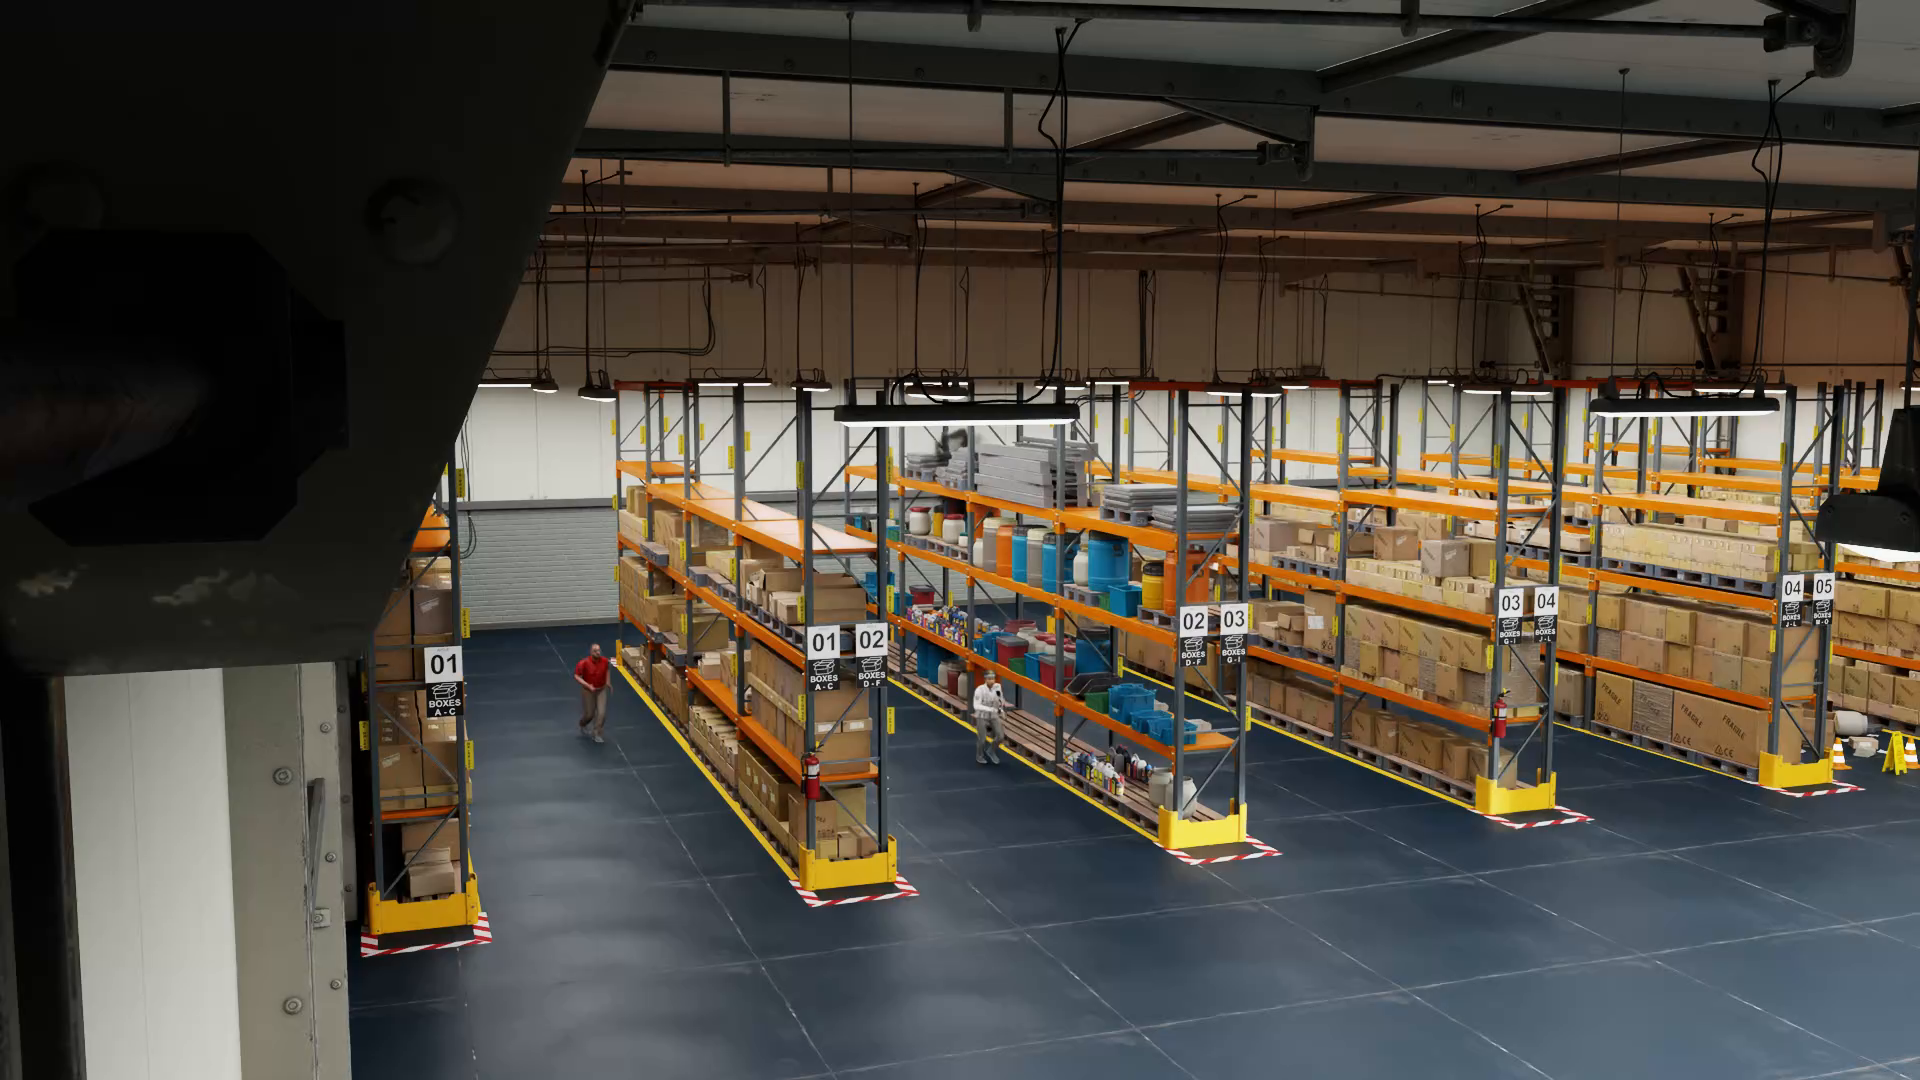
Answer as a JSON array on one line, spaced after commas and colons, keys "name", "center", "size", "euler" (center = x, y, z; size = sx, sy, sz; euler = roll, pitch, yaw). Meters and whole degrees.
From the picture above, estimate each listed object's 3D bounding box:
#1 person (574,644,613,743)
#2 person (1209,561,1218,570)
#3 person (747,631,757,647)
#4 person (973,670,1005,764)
[{"name": "person", "center": [-6.190, 2.556, 27.989], "size": [0.659, 1.680, 0.776], "euler": [-4, 7, -32]}, {"name": "person", "center": [6.113, 1.188, 40.603], "size": [0.682, 1.841, 0.758], "euler": [1, 6, 10]}, {"name": "person", "center": [-3.808, 2.029, 32.627], "size": [0.732, 1.734, 0.557], "euler": [-4, 7, -35]}, {"name": "person", "center": [0.457, 2.777, 26.112], "size": [0.604, 1.576, 0.858], "euler": [-2, 6, -19]}]
